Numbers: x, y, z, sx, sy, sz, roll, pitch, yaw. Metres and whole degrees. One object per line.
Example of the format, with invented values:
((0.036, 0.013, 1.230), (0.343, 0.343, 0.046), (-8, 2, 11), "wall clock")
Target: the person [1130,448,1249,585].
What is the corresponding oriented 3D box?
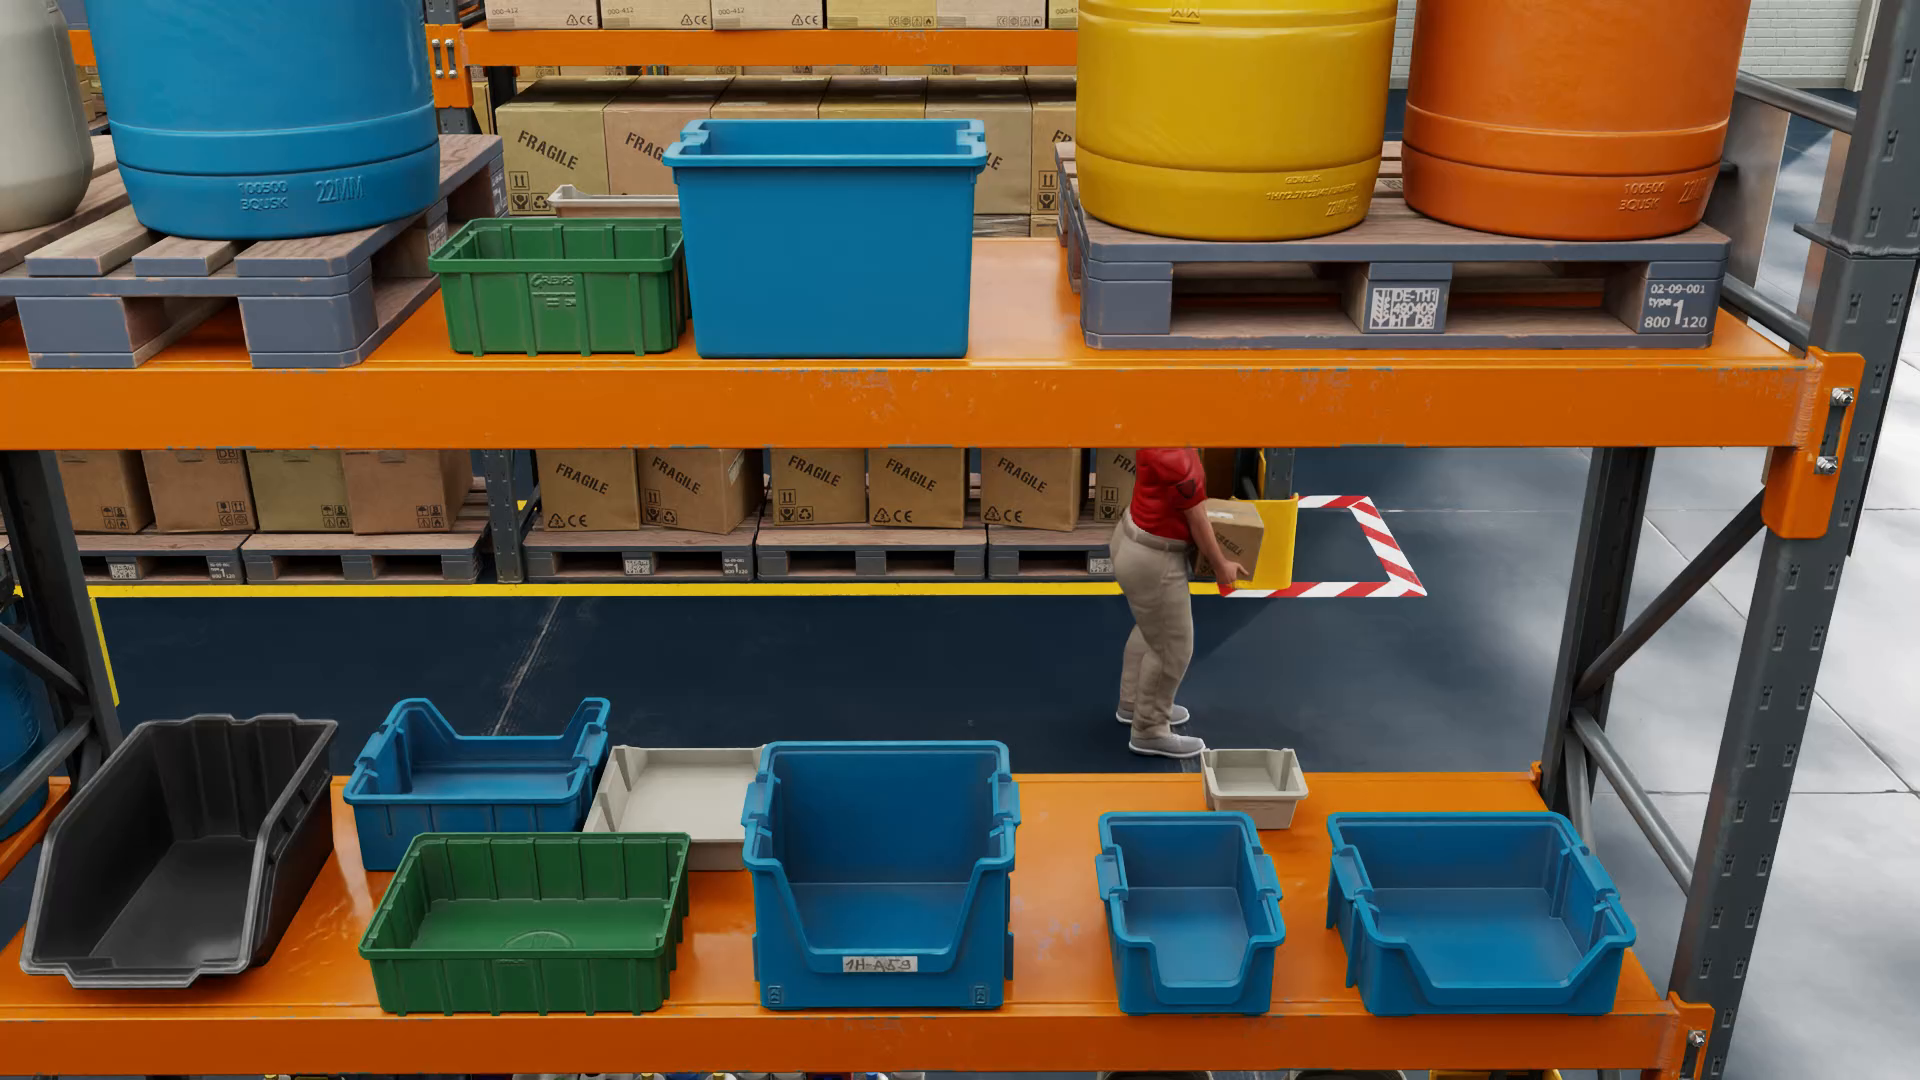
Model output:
((0.946, -0.295, 6.810), (0.480, 0.915, 0.489), (-1, 24, -1), "person")
